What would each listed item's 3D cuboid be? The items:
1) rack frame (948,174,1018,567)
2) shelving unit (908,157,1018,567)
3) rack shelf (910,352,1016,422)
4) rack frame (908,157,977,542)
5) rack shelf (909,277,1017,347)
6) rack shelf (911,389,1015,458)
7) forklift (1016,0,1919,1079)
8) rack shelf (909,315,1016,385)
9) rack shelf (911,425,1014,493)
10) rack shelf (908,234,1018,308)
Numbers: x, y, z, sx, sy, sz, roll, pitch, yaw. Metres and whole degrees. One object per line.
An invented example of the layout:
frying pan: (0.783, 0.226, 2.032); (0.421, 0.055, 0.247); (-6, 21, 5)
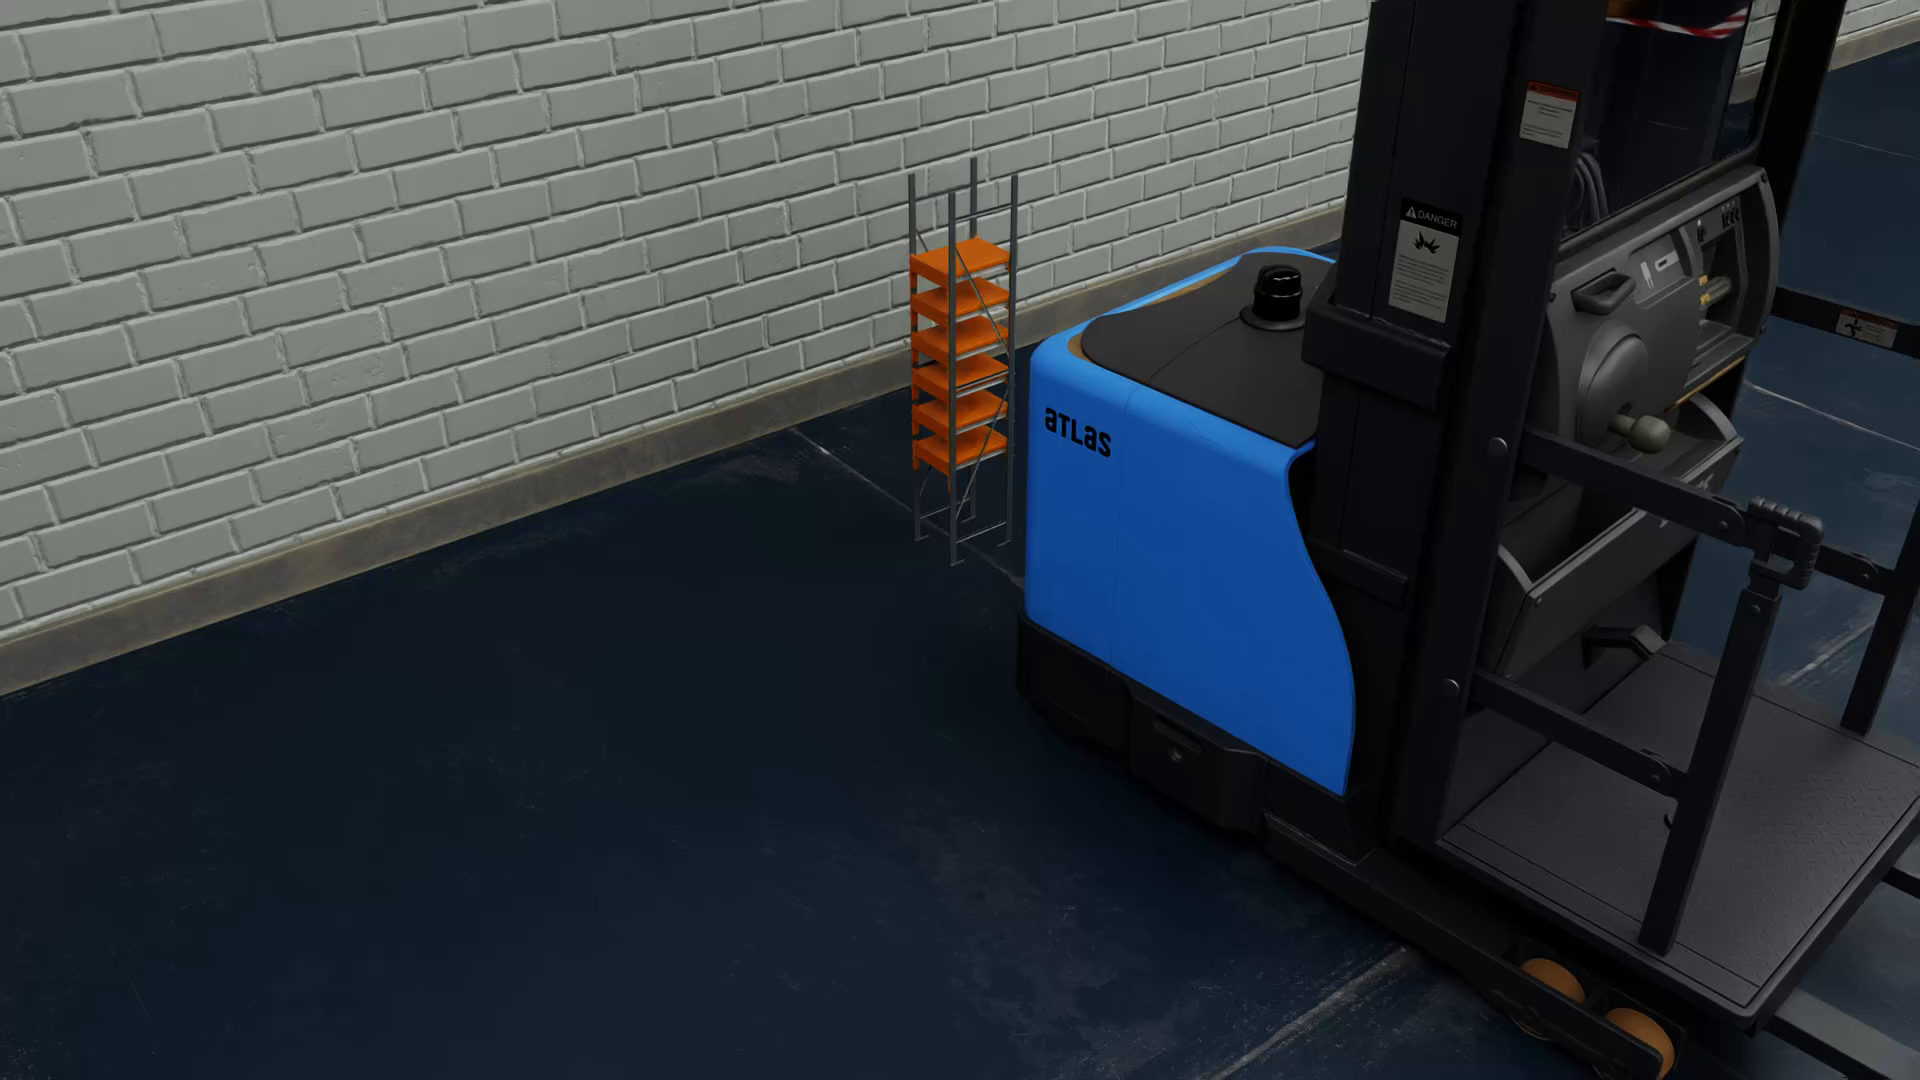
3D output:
rack frame: (0.065, -0.466, 4.862); (0.240, 1.200, 0.006); (-22, 38, -31)
shelving unit: (0.009, -0.504, 4.924); (0.258, 1.200, 0.189); (-22, 38, -31)
rack shelf: (0.009, -0.466, 4.947); (0.258, 0.103, 0.180); (-22, 38, -31)
rack frame: (-0.047, -0.542, 4.985); (0.240, 1.200, 0.006); (-22, 38, -31)
rack shelf: (0.009, -0.670, 4.821); (0.258, 0.103, 0.180); (-22, 38, -31)
rack shelf: (0.009, -0.364, 5.010); (0.258, 0.103, 0.180); (-22, 38, -31)
forklift: (1.538, -0.420, 3.148); (1.130, 2.935, 3.031); (-27, 41, -36)
rack shelf: (0.009, -0.568, 4.884); (0.258, 0.103, 0.180); (-22, 38, -31)
rack shelf: (0.009, -0.262, 5.074); (0.258, 0.103, 0.180); (-22, 38, -31)
rack shelf: (0.009, -0.772, 4.757); (0.258, 0.103, 0.180); (-22, 38, -31)
